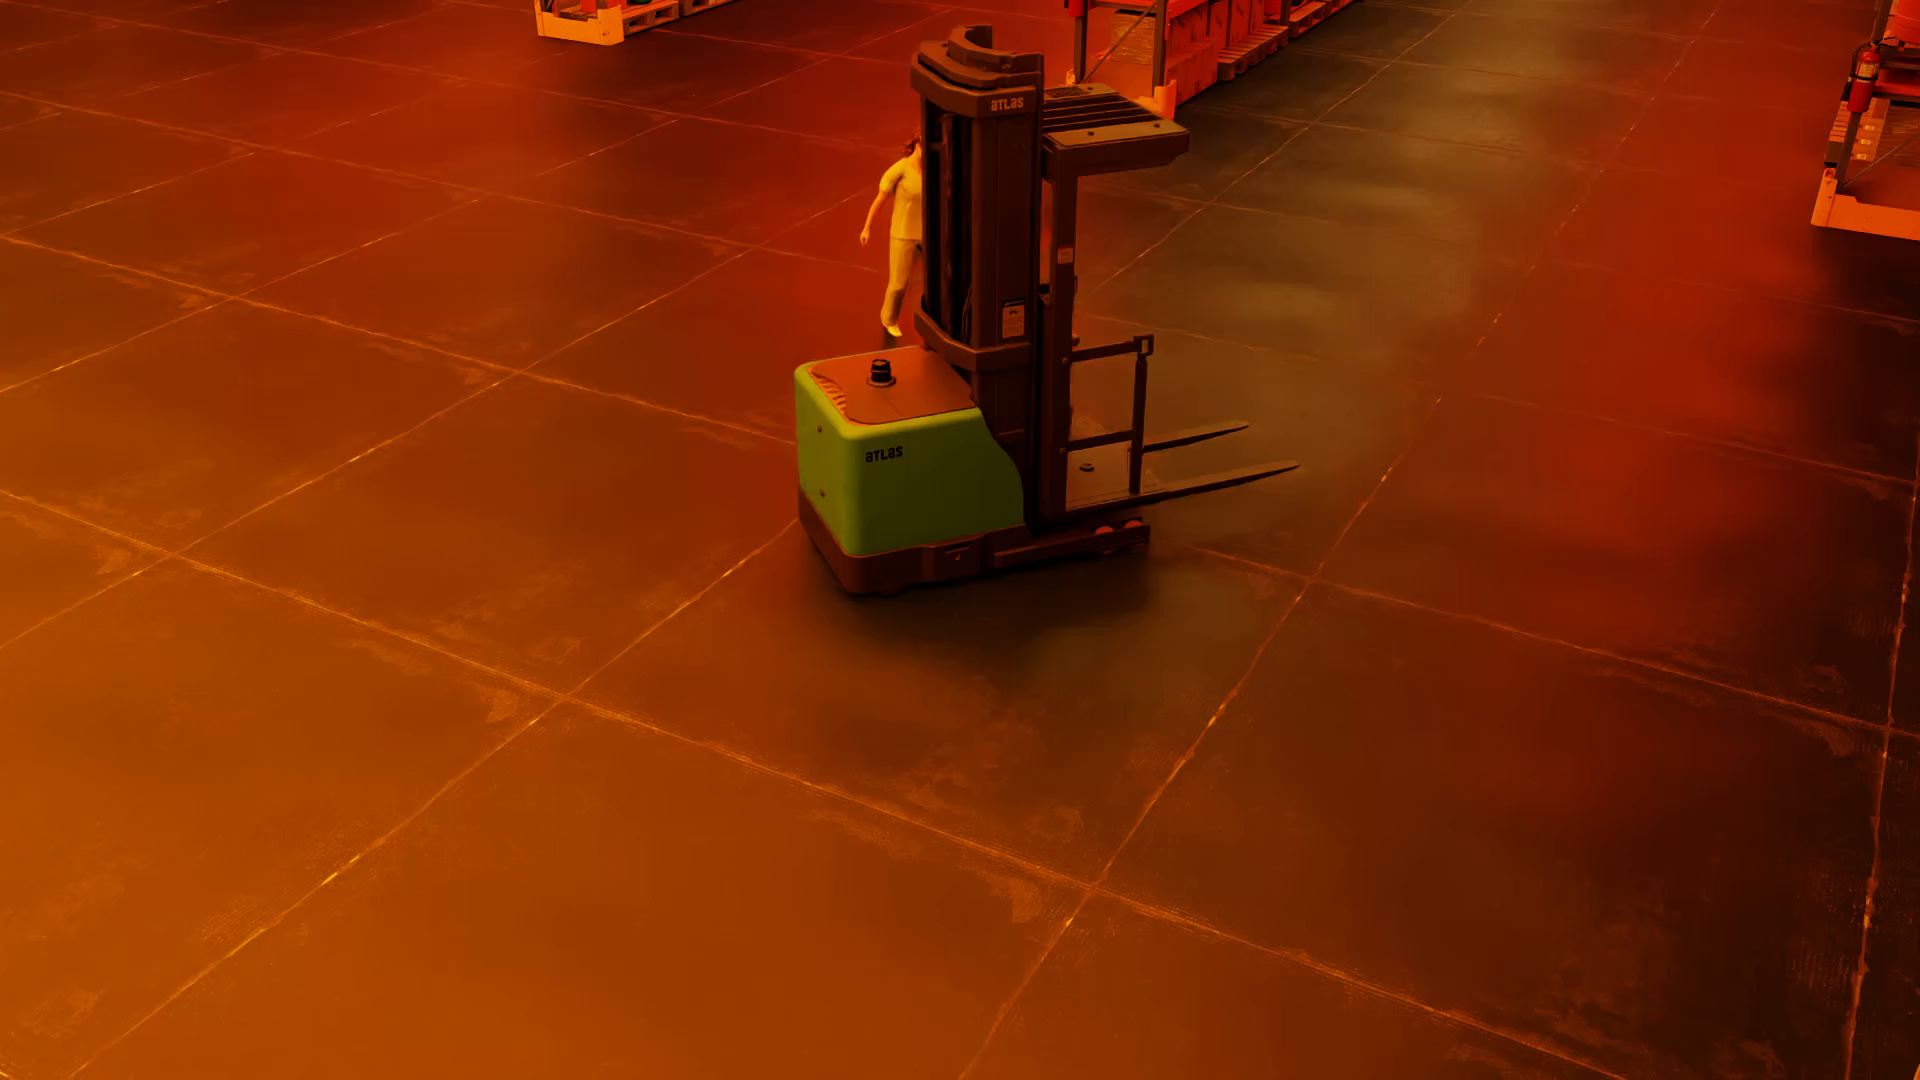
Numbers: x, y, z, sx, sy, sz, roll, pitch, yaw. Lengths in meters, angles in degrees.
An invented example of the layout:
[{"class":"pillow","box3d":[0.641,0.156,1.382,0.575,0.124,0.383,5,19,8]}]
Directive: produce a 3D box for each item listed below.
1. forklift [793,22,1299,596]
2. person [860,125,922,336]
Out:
[{"class":"forklift","box3d":[0.591,-1.414,9.521,3.031,2.935,1.130,-11,32,-19]},{"class":"person","box3d":[-0.361,-2.295,12.414,0.801,1.651,0.459,-12,32,-20]}]
